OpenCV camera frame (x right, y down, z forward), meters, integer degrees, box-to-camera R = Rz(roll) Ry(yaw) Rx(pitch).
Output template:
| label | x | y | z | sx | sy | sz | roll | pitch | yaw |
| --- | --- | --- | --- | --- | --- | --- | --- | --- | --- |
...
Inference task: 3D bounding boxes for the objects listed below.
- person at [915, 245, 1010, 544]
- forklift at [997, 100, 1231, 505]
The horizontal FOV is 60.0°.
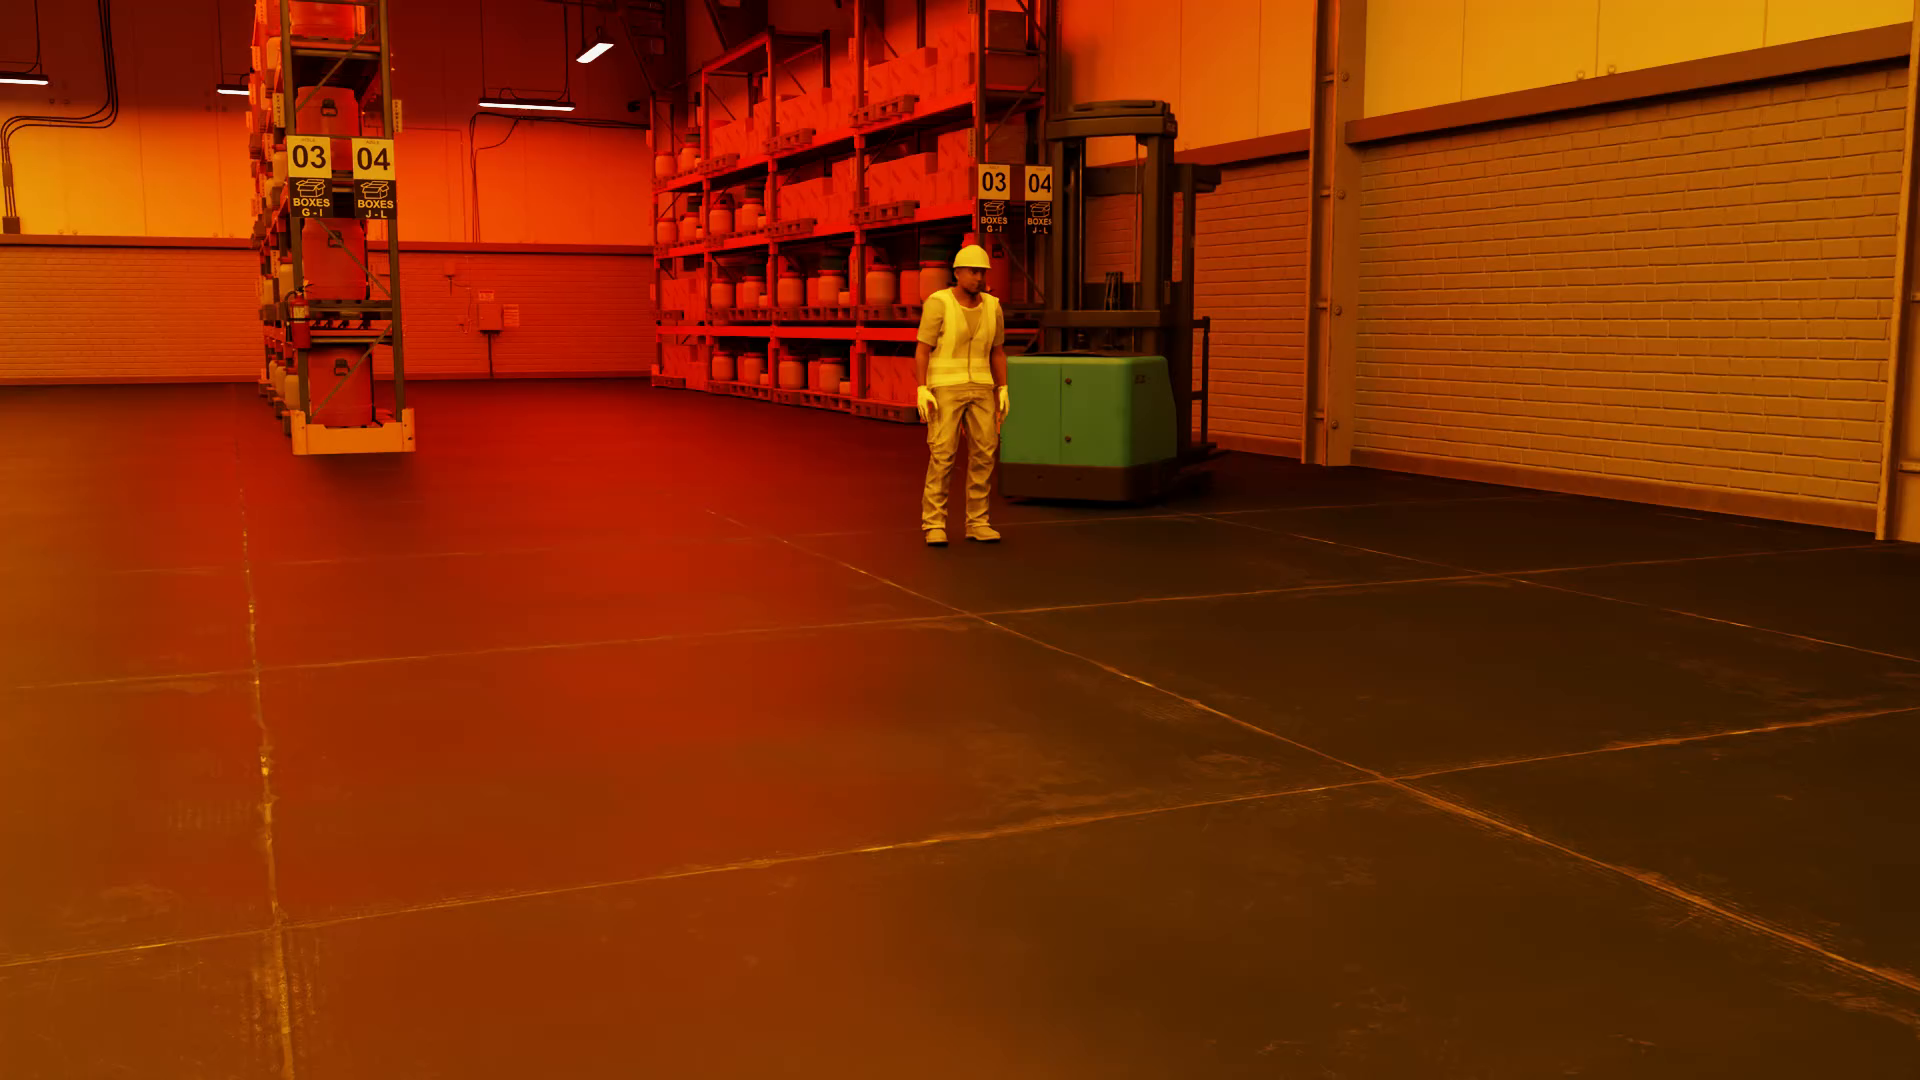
| label | x | y | z | sx | sy | sz | roll | pitch | yaw |
| --- | --- | --- | --- | --- | --- | --- | --- | --- | --- |
| person | 0.022 | -0.873 | 10.006 | 0.617 | 1.773 | 0.449 | -4 | 8 | -25 |
| forklift | 1.373 | -1.854 | 13.006 | 1.130 | 2.935 | 3.031 | 4 | 8 | 26 |
